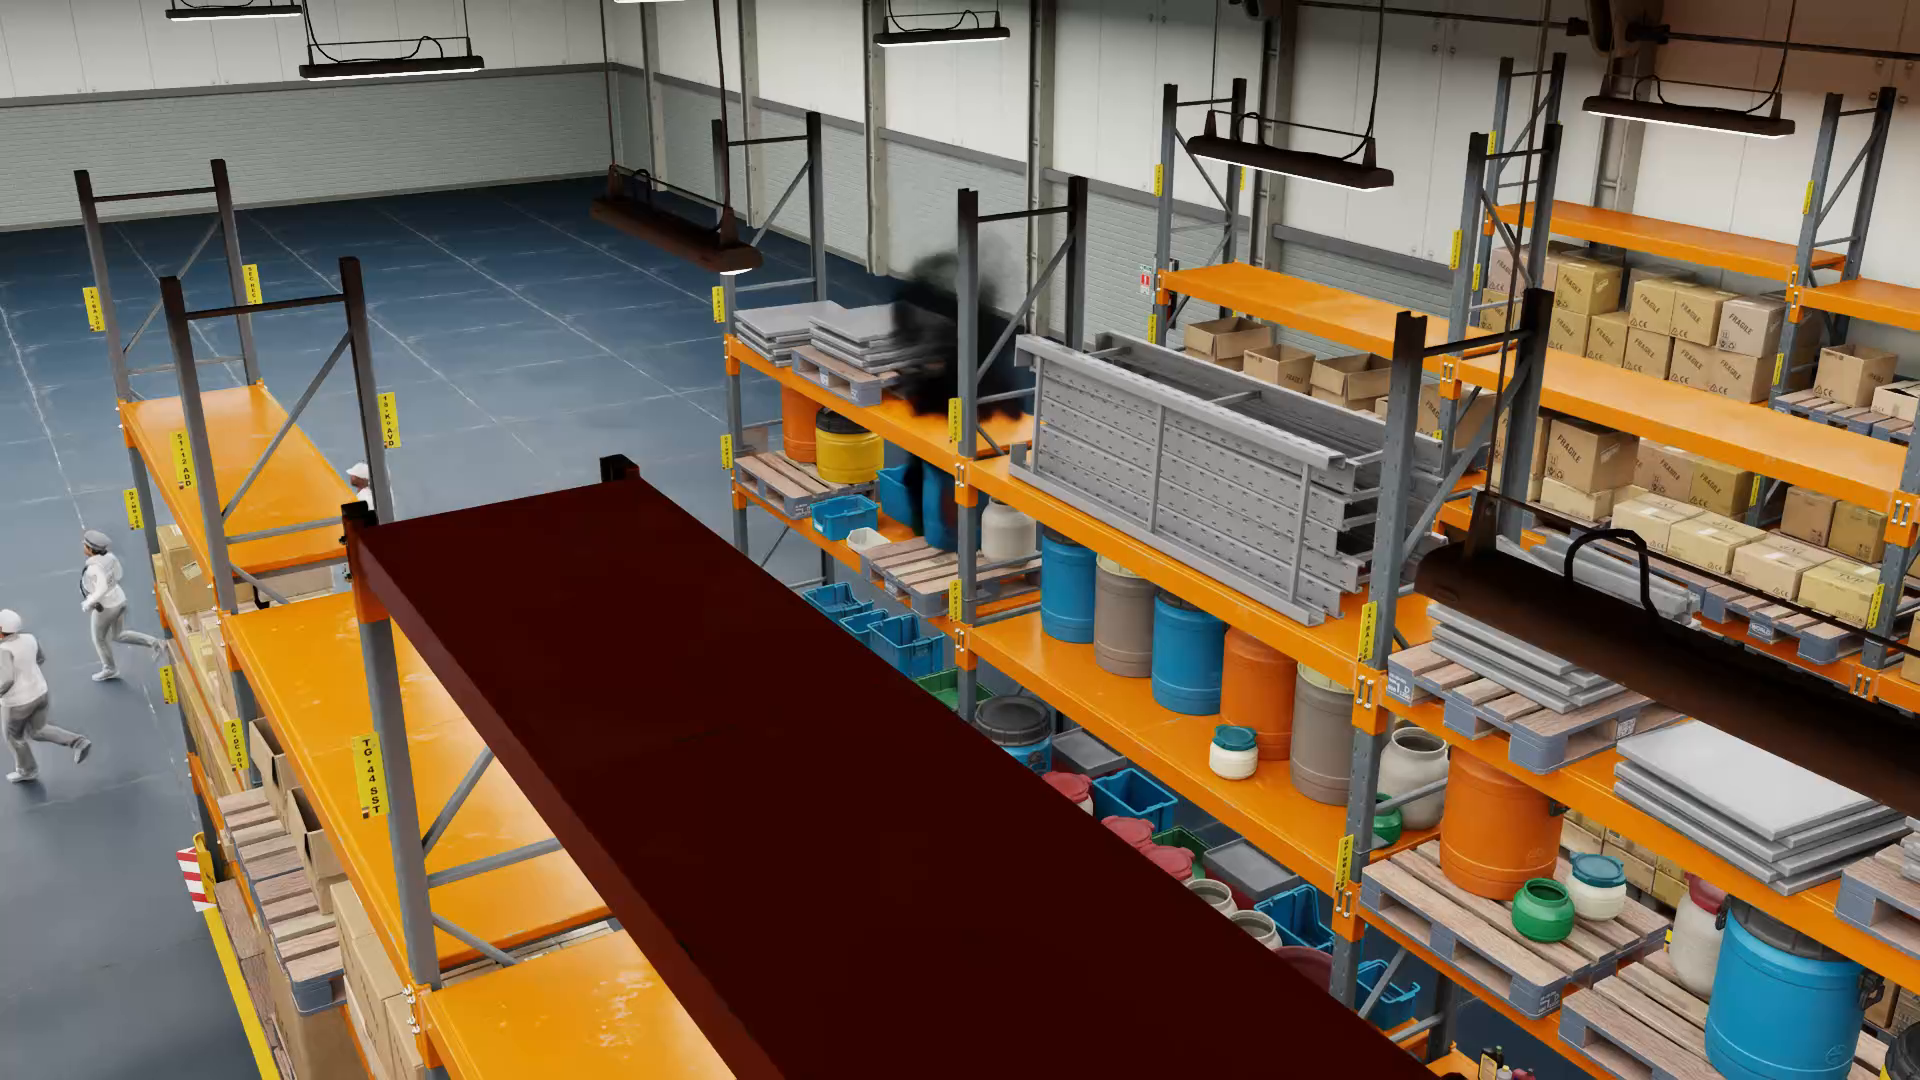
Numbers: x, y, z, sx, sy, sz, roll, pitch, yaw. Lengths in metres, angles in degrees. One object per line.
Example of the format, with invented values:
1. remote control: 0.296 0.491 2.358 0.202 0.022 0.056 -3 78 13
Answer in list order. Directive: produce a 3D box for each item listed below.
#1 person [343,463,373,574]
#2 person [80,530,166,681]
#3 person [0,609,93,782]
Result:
1. person: -6.886 -0.045 19.158 0.624 1.750 0.680 -3 22 -7
2. person: -8.869 0.703 17.432 0.781 1.695 0.624 -1 22 -2
3. person: -8.638 1.468 15.419 0.820 1.769 0.669 3 22 7
